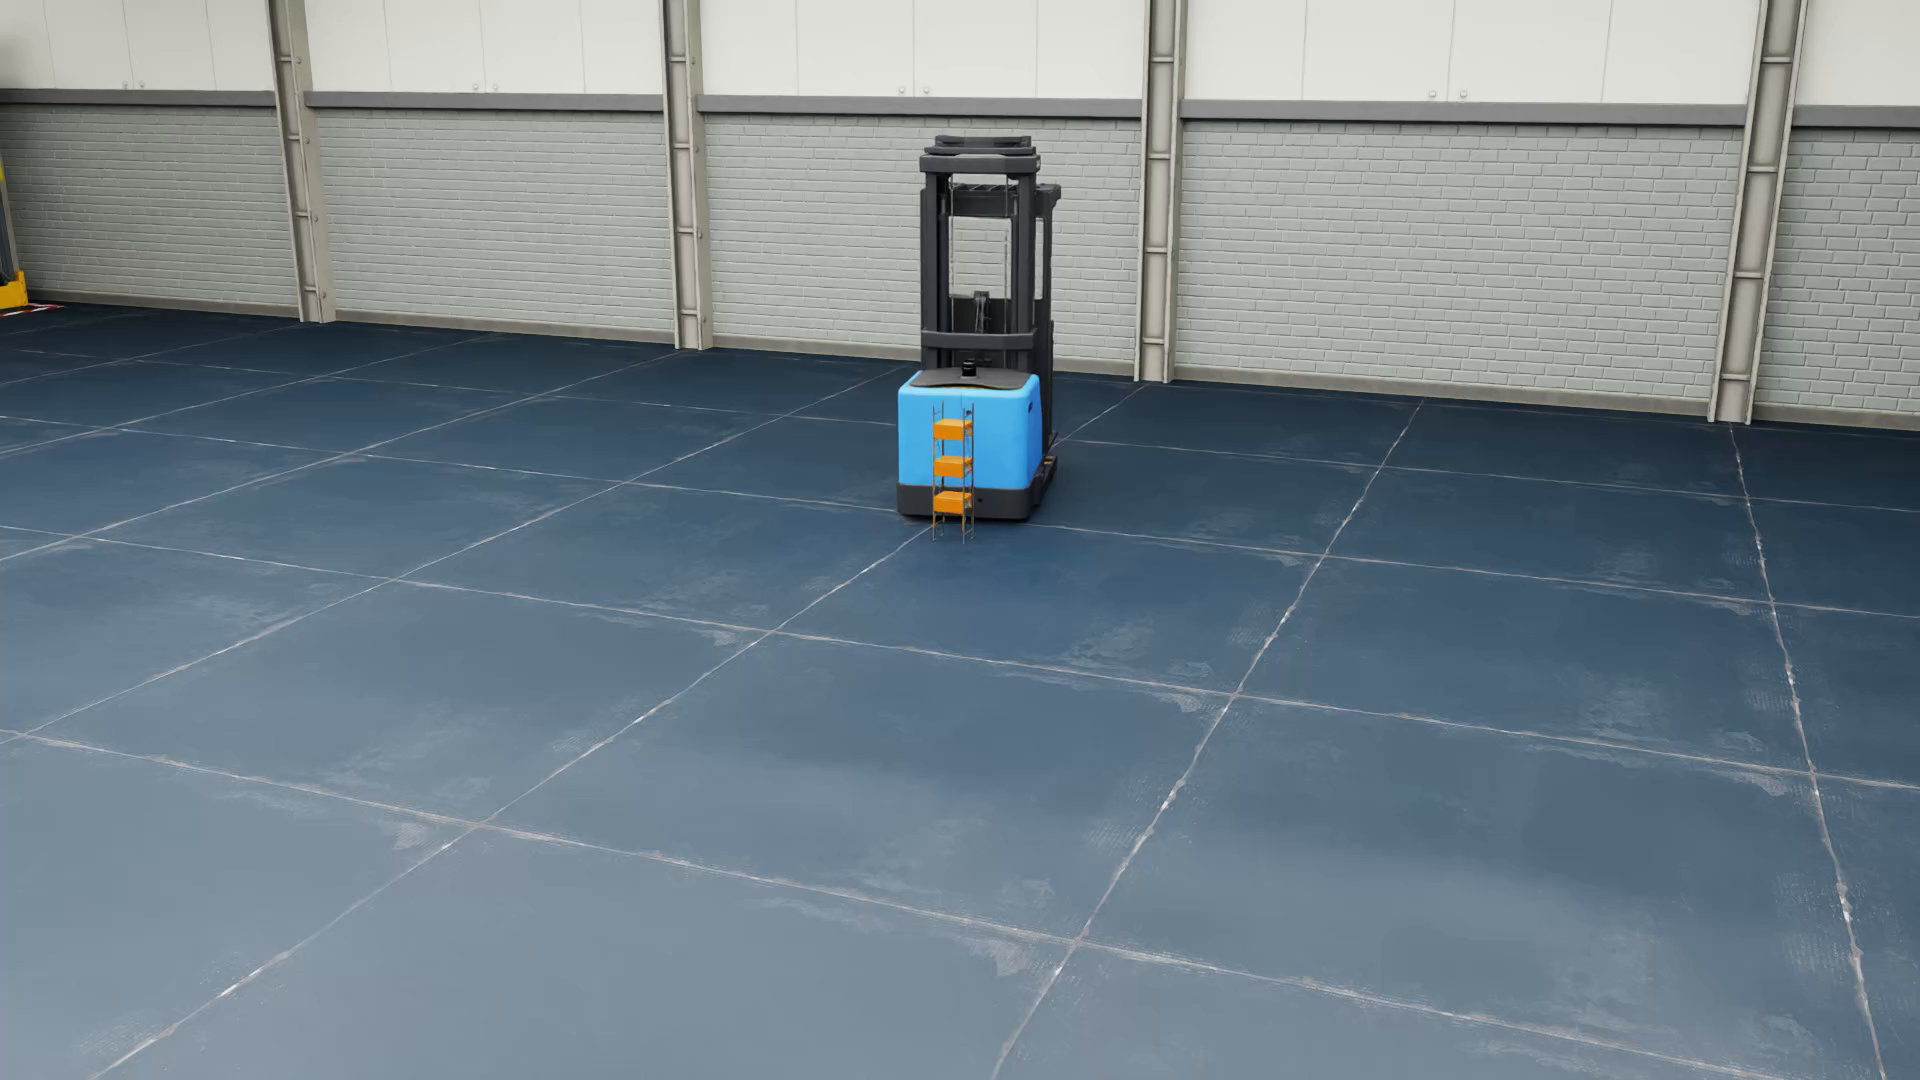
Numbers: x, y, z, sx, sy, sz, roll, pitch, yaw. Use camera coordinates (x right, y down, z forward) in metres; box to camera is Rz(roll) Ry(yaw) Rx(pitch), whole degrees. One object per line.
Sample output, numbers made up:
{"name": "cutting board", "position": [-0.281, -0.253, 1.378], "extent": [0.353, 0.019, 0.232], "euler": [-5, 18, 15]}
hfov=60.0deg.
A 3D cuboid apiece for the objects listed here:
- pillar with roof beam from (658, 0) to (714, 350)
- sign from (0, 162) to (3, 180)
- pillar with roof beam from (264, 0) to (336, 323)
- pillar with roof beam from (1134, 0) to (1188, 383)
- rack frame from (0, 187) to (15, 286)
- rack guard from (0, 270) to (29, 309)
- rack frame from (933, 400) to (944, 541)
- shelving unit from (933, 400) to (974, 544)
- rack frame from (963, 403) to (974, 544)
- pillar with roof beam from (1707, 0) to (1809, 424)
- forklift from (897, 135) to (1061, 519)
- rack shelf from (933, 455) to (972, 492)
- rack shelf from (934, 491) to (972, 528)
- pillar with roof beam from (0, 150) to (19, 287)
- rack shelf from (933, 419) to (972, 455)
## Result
{"name": "pillar with roof beam", "position": [-4.946, -5.649, 15.993], "extent": [0.400, 9.000, 9.100], "euler": [6, 17, 21]}
{"name": "sign", "position": [-14.003, -5.405, 24.215], "extent": [0.005, 0.325, 0.100], "euler": [6, 17, 21]}
{"name": "pillar with roof beam", "position": [-10.527, -6.263, 18.107], "extent": [0.400, 9.000, 9.100], "euler": [6, 17, 21]}
{"name": "pillar with roof beam", "position": [0.636, -5.036, 13.879], "extent": [0.400, 9.000, 9.100], "euler": [6, 17, 21]}
{"name": "rack frame", "position": [-14.212, -4.807, 23.853], "extent": [0.127, 3.000, 1.000], "euler": [6, 17, 21]}
{"name": "rack guard", "position": [-14.190, -3.605, 24.193], "extent": [0.348, 0.500, 1.175], "euler": [6, 17, 21]}
{"name": "rack frame", "position": [-0.163, -0.522, 12.589], "extent": [0.008, 1.050, 0.200], "euler": [6, 17, 21]}
{"name": "shelving unit", "position": [-0.050, -0.510, 12.546], "extent": [0.252, 1.050, 0.215], "euler": [6, 17, 21]}
{"name": "rack frame", "position": [0.064, -0.497, 12.503], "extent": [0.008, 1.050, 0.200], "euler": [6, 17, 21]}
{"name": "pillar with roof beam", "position": [6.217, -4.422, 11.765], "extent": [0.400, 9.000, 9.100], "euler": [6, 17, 21]}
{"name": "forklift", "position": [0.255, -1.937, 14.087], "extent": [1.130, 2.935, 3.031], "euler": [3, 16, 9]}
{"name": "rack shelf", "position": [-0.050, -0.499, 12.549], "extent": [0.240, 0.259, 0.215], "euler": [6, 17, 21]}
{"name": "rack shelf", "position": [-0.050, -0.233, 12.627], "extent": [0.240, 0.259, 0.215], "euler": [6, 17, 21]}
{"name": "pillar with roof beam", "position": [-16.109, -6.877, 20.221], "extent": [0.400, 9.000, 9.100], "euler": [6, 17, 21]}
{"name": "rack shelf", "position": [-0.050, -0.772, 12.470], "extent": [0.240, 0.259, 0.215], "euler": [6, 17, 21]}
